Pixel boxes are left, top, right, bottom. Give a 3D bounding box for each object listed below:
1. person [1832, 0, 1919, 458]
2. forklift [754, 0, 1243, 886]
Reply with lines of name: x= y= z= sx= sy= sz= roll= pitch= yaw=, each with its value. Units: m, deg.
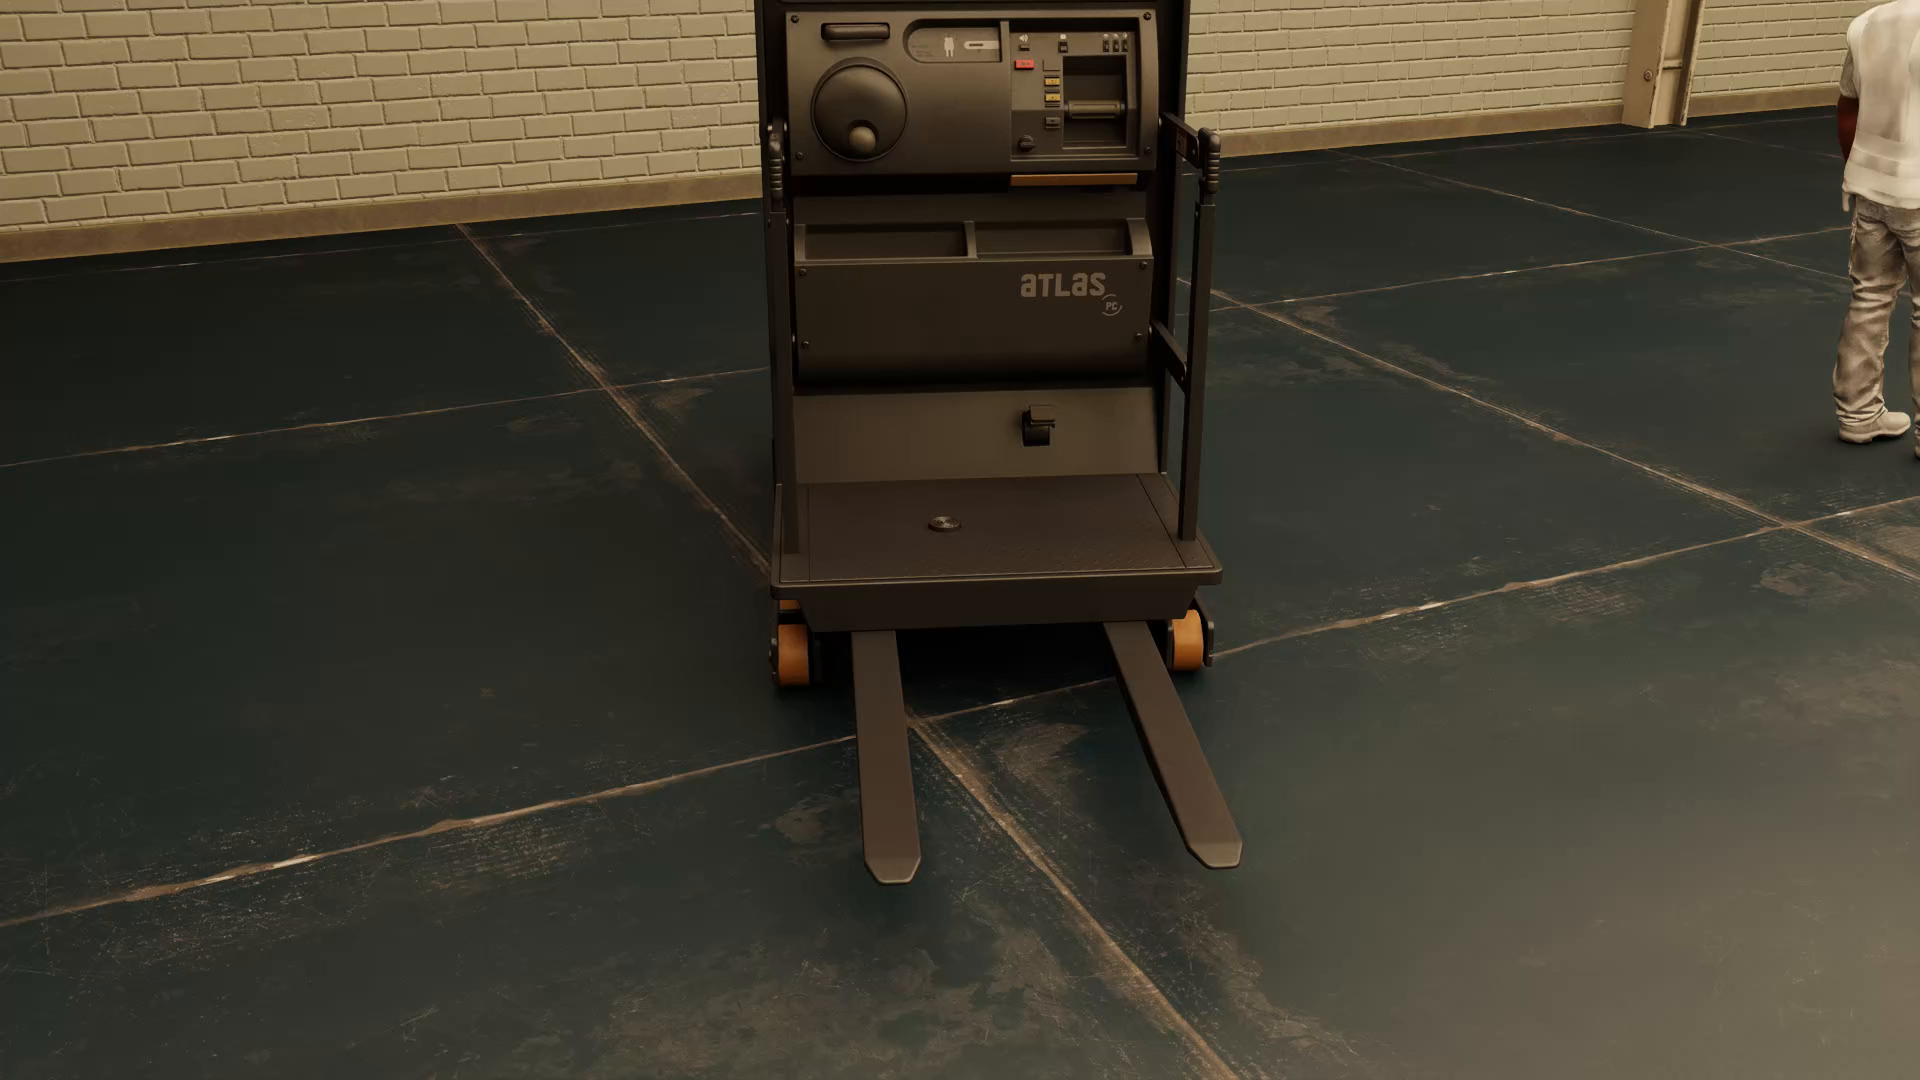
person: x=3.284 y=-1.187 z=5.622 sx=0.577 sy=1.781 sz=0.656 roll=-6 pitch=23 yaw=-13
forklift: x=0.054 y=-1.113 z=3.966 sx=1.130 sy=2.935 sz=3.031 roll=-2 pitch=23 yaw=-5
